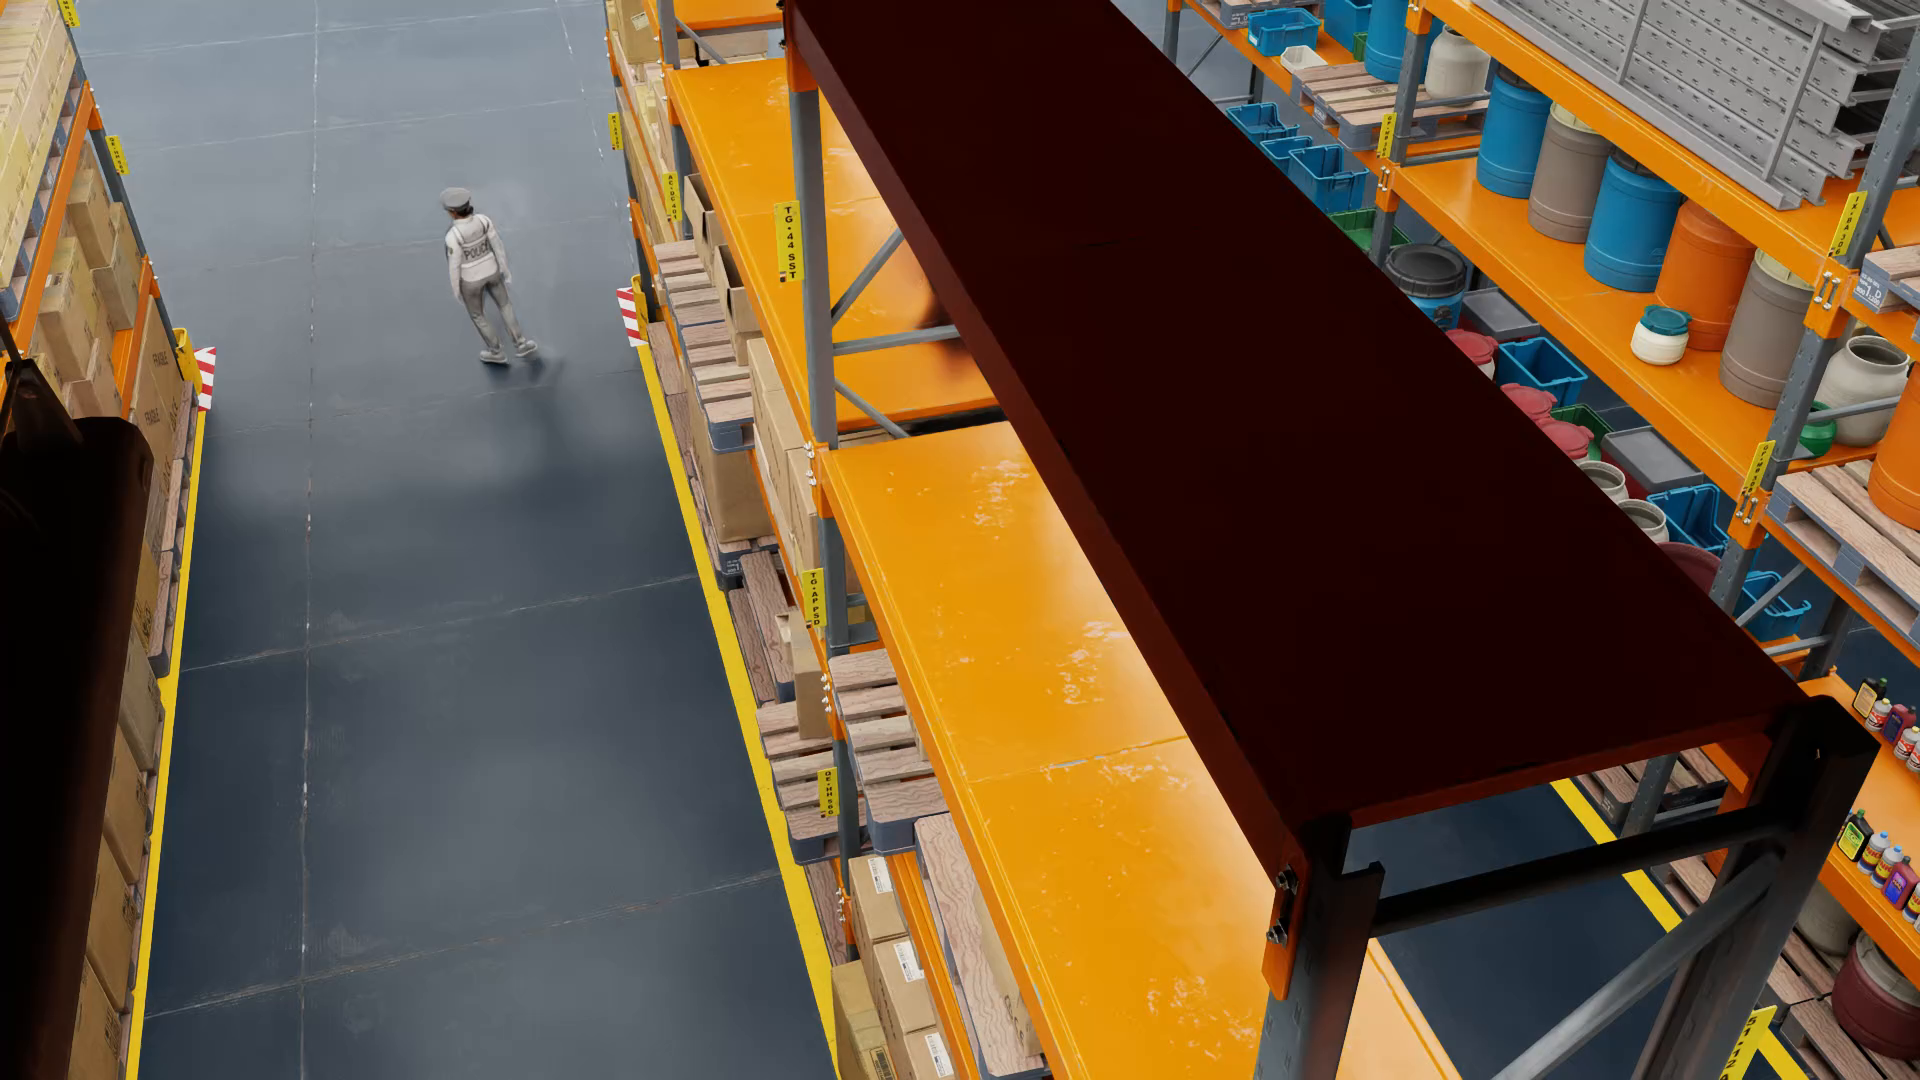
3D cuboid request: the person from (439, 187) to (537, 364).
[{"bbox_3d":[-4.083,-2.251,14.342,0.476,1.651,0.591,29,47,32],"label":"person"}]
